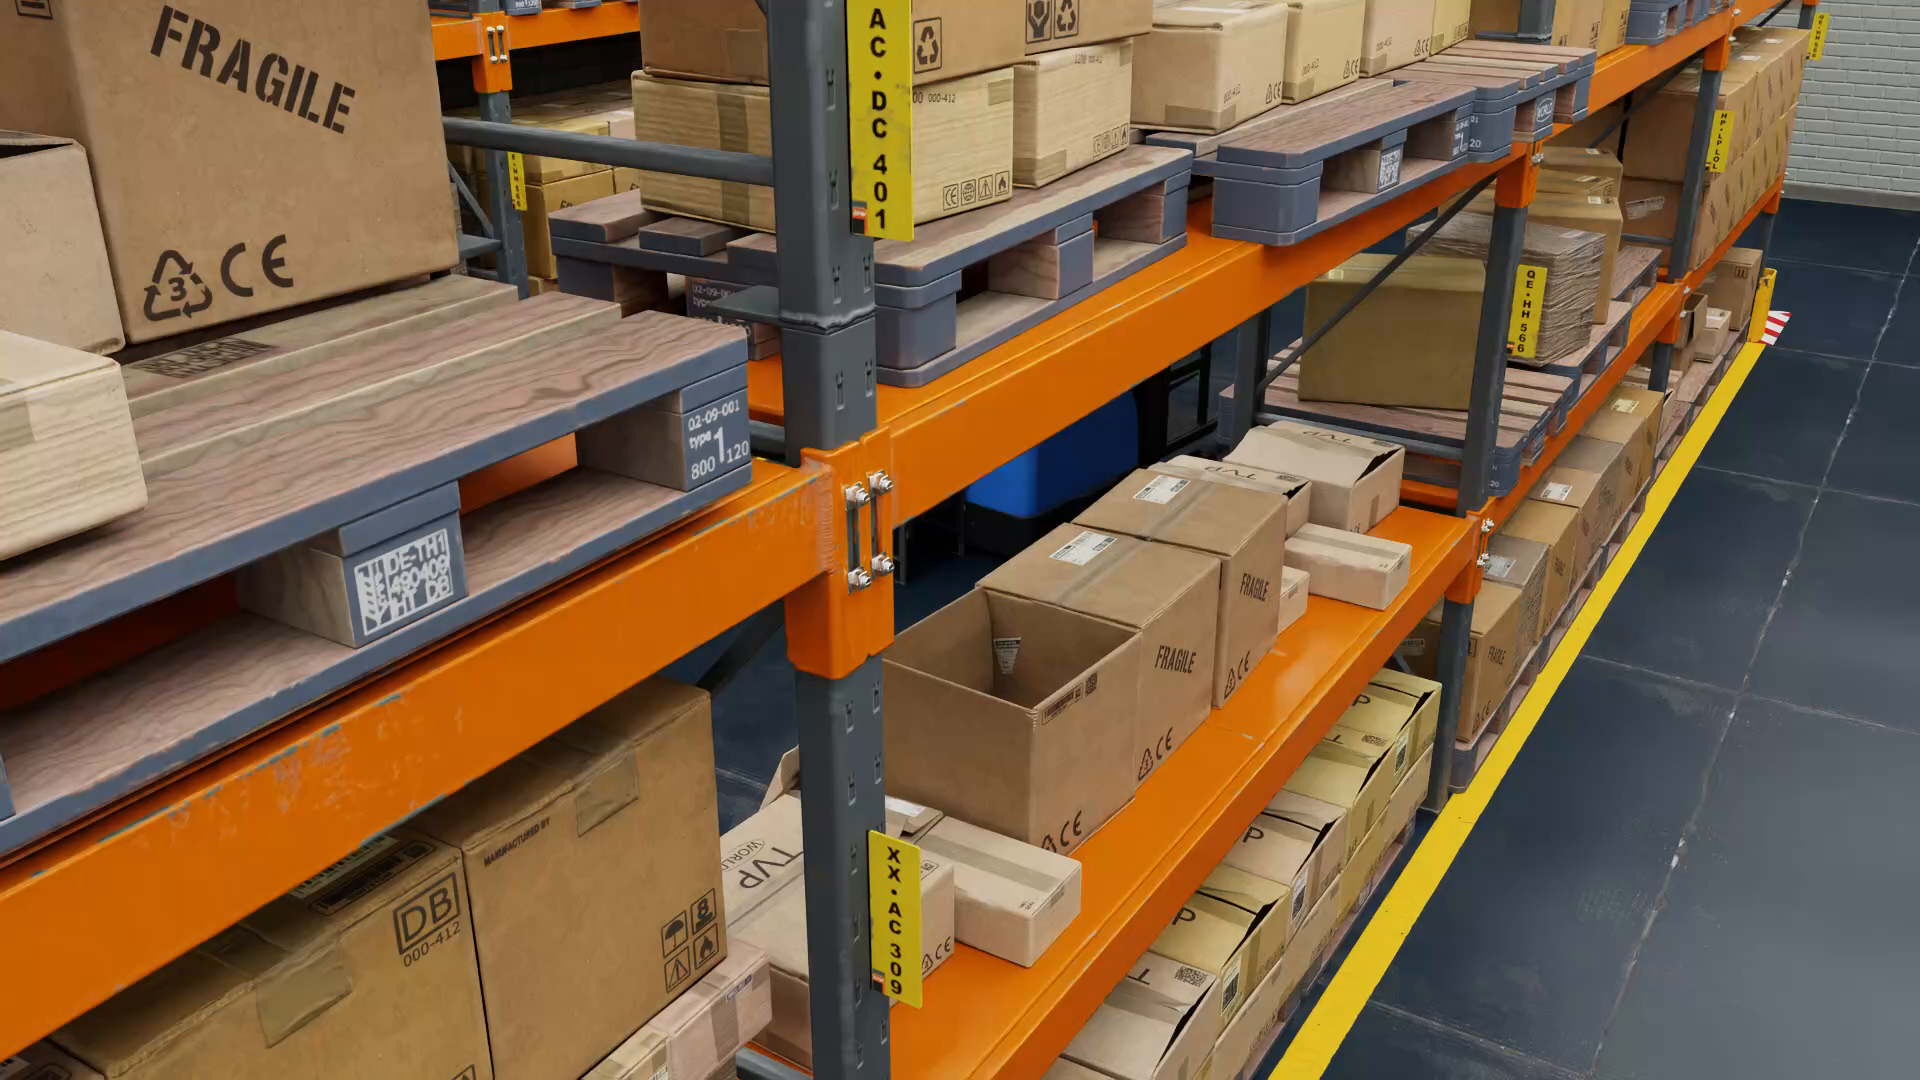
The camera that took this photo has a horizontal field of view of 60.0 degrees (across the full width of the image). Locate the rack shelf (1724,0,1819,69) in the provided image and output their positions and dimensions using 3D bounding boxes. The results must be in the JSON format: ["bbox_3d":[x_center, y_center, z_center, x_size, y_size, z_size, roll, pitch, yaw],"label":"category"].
[{"bbox_3d":[4.694,-3.462,10.602,1.077,0.370,4.000,14,27,29],"label":"rack shelf"}]

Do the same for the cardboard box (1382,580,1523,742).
[{"bbox_3d":[2.012,0.461,7.002,0.500,0.500,0.500,15,28,31],"label":"cardboard box"}]

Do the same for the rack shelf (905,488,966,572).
[{"bbox_3d":[-0.286,-0.193,8.849,0.431,0.518,0.480,18,29,35],"label":"rack shelf"}]

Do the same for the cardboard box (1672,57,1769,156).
[{"bbox_3d":[4.670,-2.693,10.311,0.500,0.500,0.500,13,27,27],"label":"cardboard box"}]

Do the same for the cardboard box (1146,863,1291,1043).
[{"bbox_3d":[0.659,1.165,5.010,0.500,0.311,0.500,15,27,30],"label":"cardboard box"}]

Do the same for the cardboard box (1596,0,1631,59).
[{"bbox_3d":[2.274,-2.315,6.920,0.910,0.500,0.500,14,27,29],"label":"cardboard box"}]

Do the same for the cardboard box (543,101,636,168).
[{"bbox_3d":[-1.940,-2.244,9.188,0.500,0.250,0.500,13,27,28],"label":"cardboard box"}]

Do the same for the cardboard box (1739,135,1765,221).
[{"bbox_3d":[4.940,-2.415,10.928,0.500,0.500,0.500,13,27,28],"label":"cardboard box"}]

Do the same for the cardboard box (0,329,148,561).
[{"bbox_3d":[-0.985,-0.094,1.528,0.380,0.149,0.250,14,27,29],"label":"cardboard box"}]

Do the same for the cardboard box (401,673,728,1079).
[{"bbox_3d":[-0.809,0.469,2.632,0.700,0.500,0.500,14,27,29],"label":"cardboard box"}]

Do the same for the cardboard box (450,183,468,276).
[{"bbox_3d":[-2.920,-1.515,8.293,0.700,0.500,0.500,11,26,23],"label":"cardboard box"}]

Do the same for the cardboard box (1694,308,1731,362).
[{"bbox_3d":[5.145,-1.481,11.803,0.500,0.250,0.500,14,27,29],"label":"cardboard box"}]

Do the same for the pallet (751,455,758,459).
[{"bbox_3d":[-1.557,-0.808,10.851,1.003,0.211,1.213,14,27,29],"label":"pallet"}]

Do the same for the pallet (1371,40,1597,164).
[{"bbox_3d":[1.247,-1.433,5.246,1.213,0.211,1.003,15,28,31],"label":"pallet"}]

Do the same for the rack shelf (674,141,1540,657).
[{"bbox_3d":[0.474,-0.762,4.364,1.077,0.370,4.000,14,27,29],"label":"rack shelf"}]

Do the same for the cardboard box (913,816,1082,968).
[{"bbox_3d":[0.061,0.818,3.900,0.380,0.149,0.250,14,27,29],"label":"cardboard box"}]

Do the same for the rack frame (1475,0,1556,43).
[{"bbox_3d":[1.529,-3.144,5.185,1.000,3.000,0.127,14,27,29],"label":"rack frame"}]

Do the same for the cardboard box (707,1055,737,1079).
[{"bbox_3d":[-0.809,1.065,2.889,0.700,0.500,0.500,13,27,28],"label":"cardboard box"}]

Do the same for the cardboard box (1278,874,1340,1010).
[{"bbox_3d":[0.922,1.251,5.517,0.500,0.250,0.500,15,27,30],"label":"cardboard box"}]

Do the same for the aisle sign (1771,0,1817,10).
[{"bbox_3d":[6.046,-4.243,12.002,0.394,0.787,0.004,14,27,29],"label":"aisle sign"}]

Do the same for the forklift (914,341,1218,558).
[{"bbox_3d":[0.899,-1.758,9.621,1.130,2.935,3.031,18,29,35],"label":"forklift"}]

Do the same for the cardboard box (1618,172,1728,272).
[{"bbox_3d":[4.140,-1.902,9.741,0.500,0.500,0.500,15,27,30],"label":"cardboard box"}]

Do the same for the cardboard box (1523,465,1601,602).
[{"bbox_3d":[2.823,-0.063,8.211,0.500,0.500,0.500,13,27,27],"label":"cardboard box"}]

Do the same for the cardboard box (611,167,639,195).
[{"bbox_3d":[-1.923,-1.904,9.347,0.500,0.500,0.500,15,28,31],"label":"cardboard box"}]

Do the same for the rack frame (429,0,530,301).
[{"bbox_3d":[-2.681,-1.428,8.772,1.000,3.000,0.127,14,27,29],"label":"rack frame"}]

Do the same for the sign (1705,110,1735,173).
[{"bbox_3d":[4.113,-2.157,8.999,0.100,0.325,0.005,14,27,29],"label":"sign"}]

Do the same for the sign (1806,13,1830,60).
[{"bbox_3d":[6.210,-3.644,12.037,0.100,0.325,0.005,14,27,29],"label":"sign"}]

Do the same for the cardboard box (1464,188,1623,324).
[{"bbox_3d":[2.760,-1.370,7.985,0.700,0.500,0.500,7,24,16],"label":"cardboard box"}]

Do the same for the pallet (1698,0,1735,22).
[{"bbox_3d":[3.236,-2.826,8.462,1.213,0.211,1.003,14,27,29],"label":"pallet"}]

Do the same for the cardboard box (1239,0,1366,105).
[{"bbox_3d":[0.765,-1.355,4.488,0.500,0.250,0.500,13,27,28],"label":"cardboard box"}]

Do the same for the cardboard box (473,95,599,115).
[{"bbox_3d":[-2.386,-2.345,9.421,0.500,0.250,0.500,13,27,27],"label":"cardboard box"}]

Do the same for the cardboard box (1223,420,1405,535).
[{"bbox_3d":[1.300,-0.236,6.132,0.500,0.311,0.500,16,28,32],"label":"cardboard box"}]

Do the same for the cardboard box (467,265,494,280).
[{"bbox_3d":[-2.727,-1.485,9.196,0.380,0.149,0.250,14,27,30],"label":"cardboard box"}]

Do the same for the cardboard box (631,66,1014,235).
[{"bbox_3d":[-0.247,-0.747,3.084,0.500,0.250,0.500,17,29,34],"label":"cardboard box"}]

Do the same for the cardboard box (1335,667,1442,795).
[{"bbox_3d":[1.462,0.649,6.201,0.500,0.311,0.500,15,27,30],"label":"cardboard box"}]

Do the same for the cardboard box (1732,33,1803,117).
[{"bbox_3d":[5.482,-3.217,11.521,0.500,0.500,0.500,15,27,30],"label":"cardboard box"}]

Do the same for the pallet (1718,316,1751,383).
[{"bbox_3d":[5.290,-1.516,12.487,1.003,0.211,1.213,14,27,29],"label":"pallet"}]

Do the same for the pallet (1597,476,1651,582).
[{"bbox_3d":[3.242,-0.179,9.397,1.003,0.211,1.213,14,27,29],"label":"pallet"}]

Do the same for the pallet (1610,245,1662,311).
[{"bbox_3d":[3.125,-1.406,8.963,1.003,0.211,1.213,14,27,29],"label":"pallet"}]

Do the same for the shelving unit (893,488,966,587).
[{"bbox_3d":[-0.286,-0.848,8.565,0.431,2.100,0.503,18,29,35],"label":"shelving unit"}]

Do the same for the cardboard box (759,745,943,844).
[{"bbox_3d":[-0.273,0.686,4.059,0.396,0.266,0.258,13,27,28],"label":"cardboard box"}]

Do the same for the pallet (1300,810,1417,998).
[{"bbox_3d":[1.062,1.159,6.308,1.003,0.211,1.213,14,27,29],"label":"pallet"}]

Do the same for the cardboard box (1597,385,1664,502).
[{"bbox_3d":[3.623,-0.569,9.381,0.500,0.500,0.500,14,27,29],"label":"cardboard box"}]

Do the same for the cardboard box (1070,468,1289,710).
[{"bbox_3d":[0.658,0.133,5.041,0.500,0.500,0.500,12,26,26],"label":"cardboard box"}]

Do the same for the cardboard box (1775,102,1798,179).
[{"bbox_3d":[5.744,-2.928,12.113,0.500,0.500,0.500,15,27,31],"label":"cardboard box"}]

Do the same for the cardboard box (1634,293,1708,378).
[{"bbox_3d":[4.626,-1.432,11.371,0.797,0.503,0.637,14,27,29],"label":"cardboard box"}]

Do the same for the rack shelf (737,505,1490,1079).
[{"bbox_3d":[0.475,0.614,4.960,1.077,0.370,4.000,14,27,29],"label":"rack shelf"}]
